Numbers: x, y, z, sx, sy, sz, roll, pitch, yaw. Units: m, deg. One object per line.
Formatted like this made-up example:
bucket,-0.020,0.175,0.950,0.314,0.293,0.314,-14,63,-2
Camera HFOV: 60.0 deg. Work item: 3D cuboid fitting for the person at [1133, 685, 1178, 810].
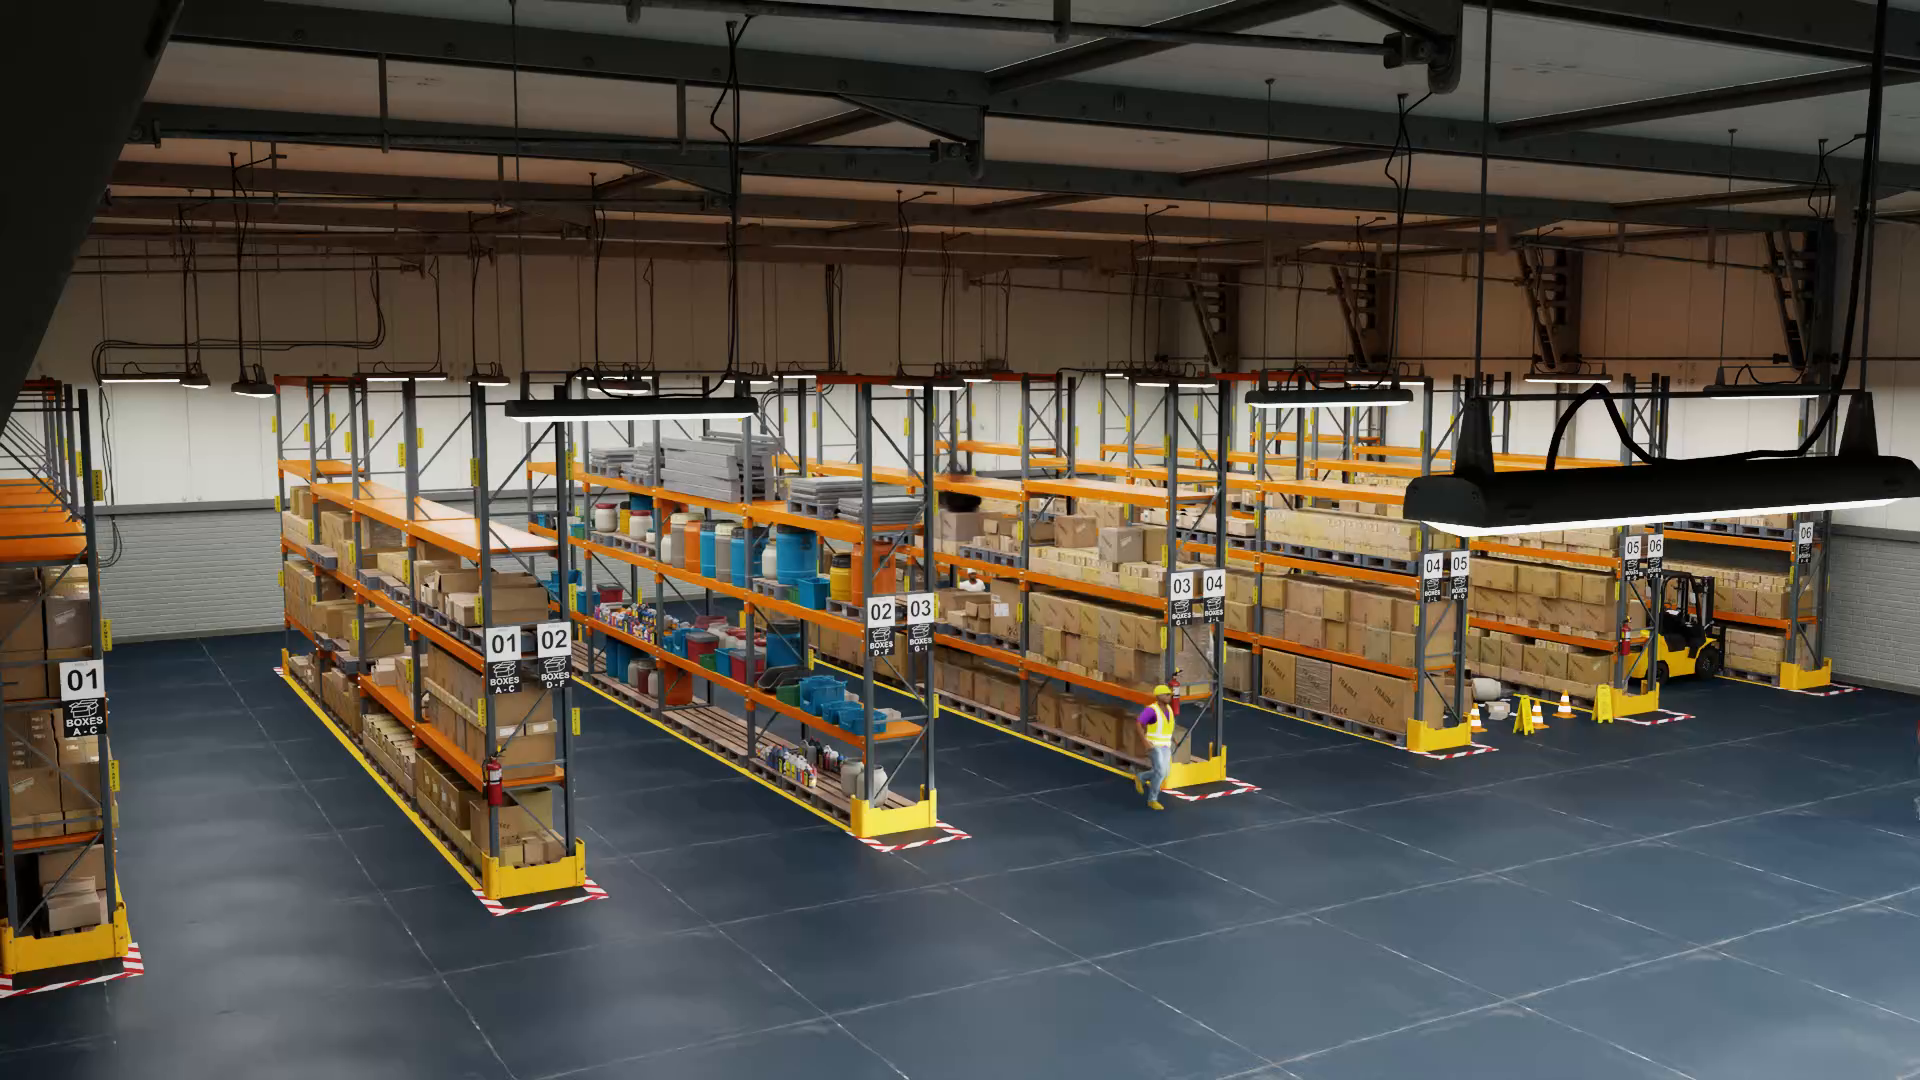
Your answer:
person,2.792,2.909,23.619,0.746,1.708,0.640,-6,9,-43

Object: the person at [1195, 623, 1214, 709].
person,4.494,2.223,29.944,0.596,1.690,0.614,-4,7,-33

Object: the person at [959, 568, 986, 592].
person,0.298,1.470,36.663,0.701,1.727,0.538,-3,7,-24
